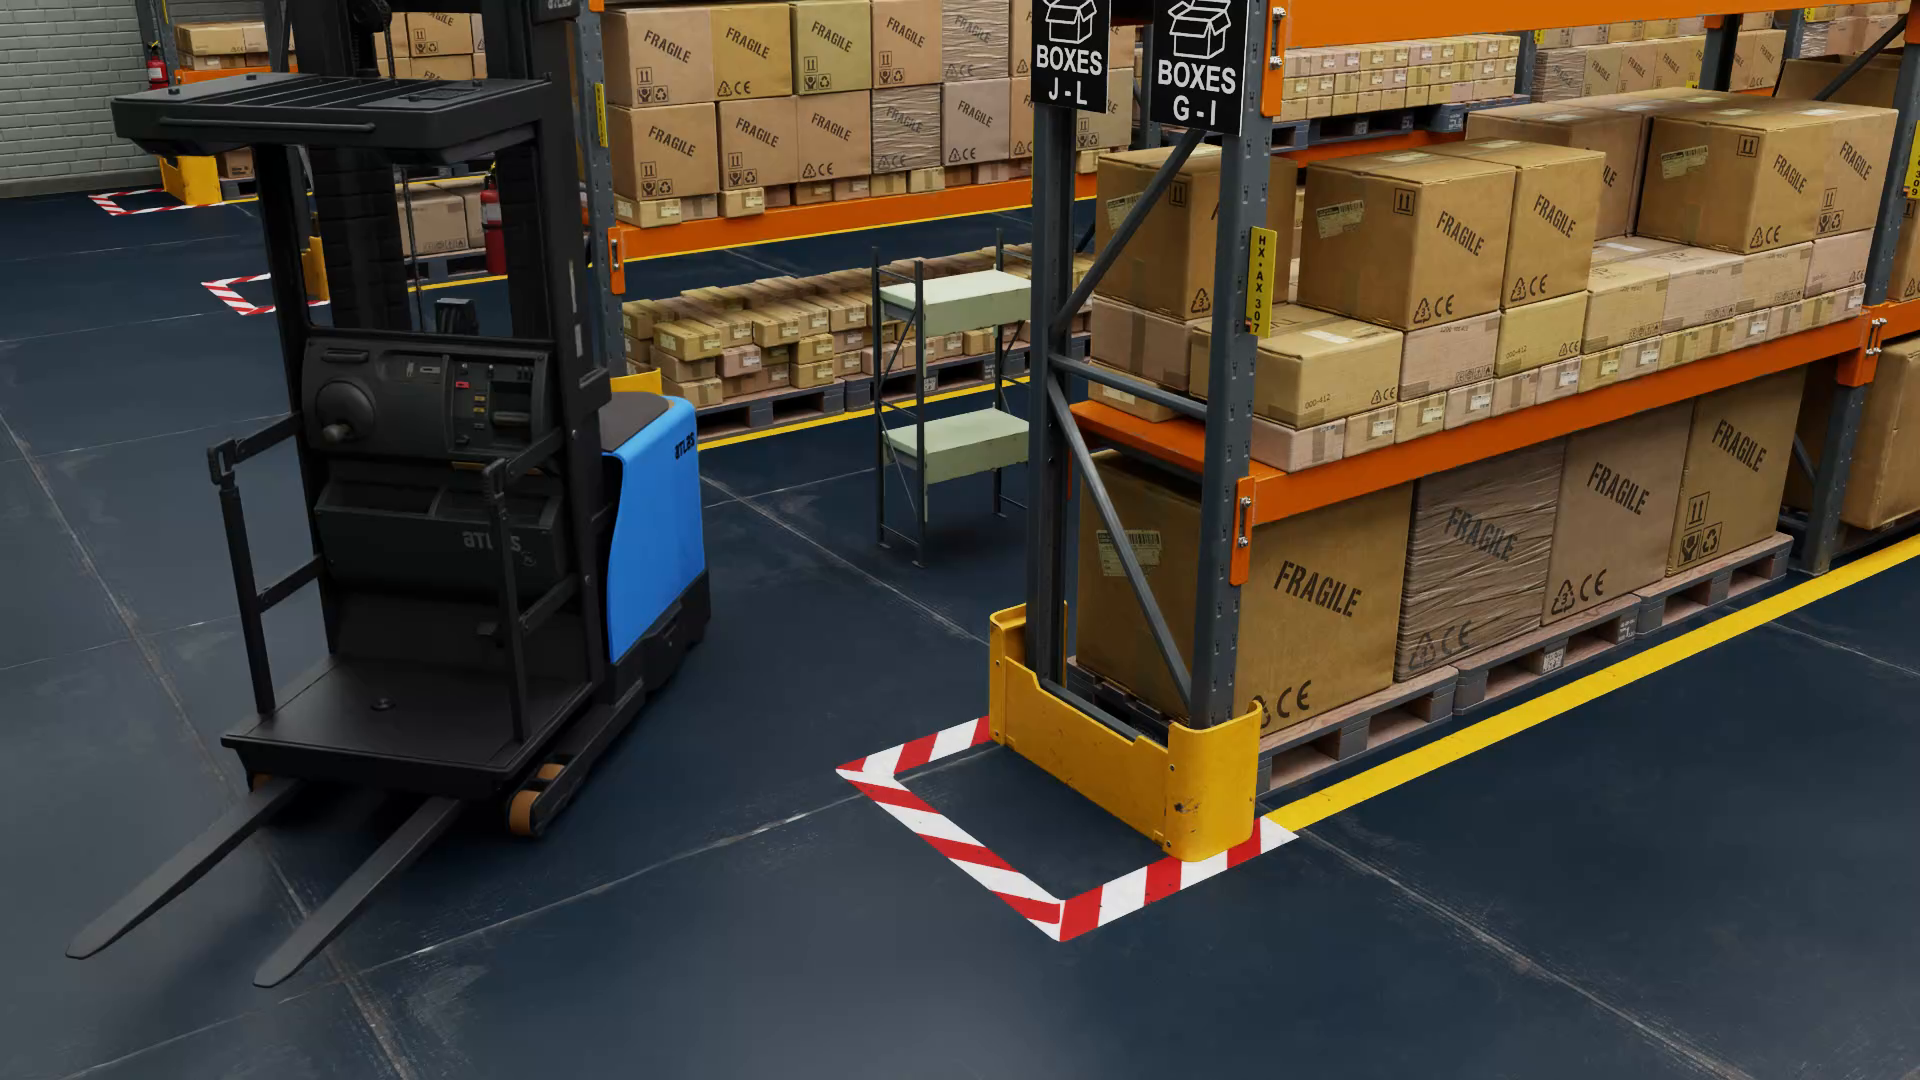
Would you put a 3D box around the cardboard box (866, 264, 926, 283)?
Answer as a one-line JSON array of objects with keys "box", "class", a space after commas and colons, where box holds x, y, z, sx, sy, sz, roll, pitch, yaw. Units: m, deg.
[{"box": [-0.441, -1.731, 11.166, 0.250, 0.149, 0.380, -16, 27, -35], "class": "cardboard box"}]

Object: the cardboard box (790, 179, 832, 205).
[{"box": [-0.975, -2.133, 10.033, 0.250, 0.149, 0.380, -15, 26, -33], "class": "cardboard box"}]

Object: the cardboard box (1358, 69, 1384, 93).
[{"box": [2.877, -3.388, 12.211, 0.250, 0.149, 0.380, -16, 27, -34], "class": "cardboard box"}]

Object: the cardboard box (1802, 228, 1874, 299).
[{"box": [3.630, -1.265, 7.321, 0.500, 0.250, 0.500, -15, 26, -34], "class": "cardboard box"}]

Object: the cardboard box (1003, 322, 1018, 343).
[{"box": [0.180, -1.441, 11.240, 0.250, 0.149, 0.380, -16, 27, -34], "class": "cardboard box"}]

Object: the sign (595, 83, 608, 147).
[{"box": [-1.910, -2.259, 8.841, 0.005, 0.325, 0.100, -15, 26, -33], "class": "sign"}]

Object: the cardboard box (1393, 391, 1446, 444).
[{"box": [1.484, -0.478, 5.886, 0.250, 0.149, 0.380, -16, 27, -34], "class": "cardboard box"}]

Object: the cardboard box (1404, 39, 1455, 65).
[{"box": [3.505, -3.693, 12.573, 0.250, 0.149, 0.380, -14, 26, -31], "class": "cardboard box"}]

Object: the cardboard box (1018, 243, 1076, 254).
[{"box": [0.620, -2.020, 11.890, 0.250, 0.149, 0.380, -14, 26, -31], "class": "cardboard box"}]

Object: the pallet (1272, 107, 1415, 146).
[{"box": [2.684, -3.221, 12.681, 1.213, 0.211, 1.003, -15, 26, -33], "class": "pallet"}]

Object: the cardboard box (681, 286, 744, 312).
[{"box": [-1.571, -1.489, 10.558, 0.250, 0.149, 0.380, -16, 27, -34], "class": "cardboard box"}]

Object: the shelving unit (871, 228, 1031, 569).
[{"box": [0.005, -0.698, 8.122, 0.755, 1.500, 0.431, -15, 26, -33], "class": "shelving unit"}]

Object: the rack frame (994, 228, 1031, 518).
[{"box": [0.303, -0.777, 8.321, 0.023, 1.500, 0.400, -15, 26, -33], "class": "rack frame"}]

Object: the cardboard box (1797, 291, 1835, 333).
[{"box": [3.570, -1.034, 7.280, 0.250, 0.149, 0.380, -14, 26, -32], "class": "cardboard box"}]

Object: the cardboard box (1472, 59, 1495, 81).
[{"box": [3.916, -3.666, 12.906, 0.250, 0.149, 0.380, -14, 26, -31], "class": "cardboard box"}]

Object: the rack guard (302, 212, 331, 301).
[{"box": [-5.219, -2.321, 13.538, 0.348, 0.500, 1.175, -15, 26, -33], "class": "rack guard"}]

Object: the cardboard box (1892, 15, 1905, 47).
[{"box": [9.119, -5.122, 16.984, 0.500, 0.550, 0.875, -15, 26, -33], "class": "cardboard box"}]

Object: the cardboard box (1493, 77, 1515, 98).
[{"box": [4.135, -3.585, 13.104, 0.250, 0.149, 0.380, -14, 26, -32], "class": "cardboard box"}]

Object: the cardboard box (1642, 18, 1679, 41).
[{"box": [5.877, -4.689, 14.615, 0.500, 0.500, 0.700, -15, 26, -33], "class": "cardboard box"}]

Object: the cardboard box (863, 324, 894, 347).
[{"box": [-0.622, -1.367, 10.653, 0.250, 0.149, 0.380, -13, 25, -30], "class": "cardboard box"}]

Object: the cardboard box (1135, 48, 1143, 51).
[{"box": [1.450, -3.444, 11.950, 0.250, 0.149, 0.380, -16, 27, -34], "class": "cardboard box"}]

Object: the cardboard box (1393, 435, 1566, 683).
[{"box": [1.799, -0.073, 6.833, 0.875, 0.875, 0.875, -15, 26, -33], "class": "cardboard box"}]

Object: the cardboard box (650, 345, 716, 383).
[{"box": [-1.651, -1.065, 9.896, 0.250, 0.149, 0.380, -14, 26, -31], "class": "cardboard box"}]

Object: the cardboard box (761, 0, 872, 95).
[{"box": [-0.866, -2.903, 9.739, 0.500, 0.500, 0.500, -16, 27, -34], "class": "cardboard box"}]

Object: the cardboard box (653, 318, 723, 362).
[{"box": [-1.603, -1.178, 9.779, 0.250, 0.149, 0.380, -16, 27, -35], "class": "cardboard box"}]

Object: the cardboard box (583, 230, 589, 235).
[{"box": [-3.251, -3.060, 14.909, 0.875, 0.438, 0.875, -16, 27, -34], "class": "cardboard box"}]

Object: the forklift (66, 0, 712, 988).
[{"box": [-1.922, -0.477, 5.636, 1.130, 2.935, 3.031, 5, 22, 12], "class": "forklift"}]

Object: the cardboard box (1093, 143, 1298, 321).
[{"box": [0.830, -1.107, 5.912, 0.500, 0.500, 0.500, -15, 26, -32], "class": "cardboard box"}]

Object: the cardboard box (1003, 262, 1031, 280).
[{"box": [0.501, -1.754, 11.222, 0.250, 0.149, 0.380, -15, 26, -33], "class": "cardboard box"}]

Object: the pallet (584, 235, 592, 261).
[{"box": [-3.607, -2.651, 14.755, 1.213, 0.211, 1.003, -15, 26, -33], "class": "pallet"}]

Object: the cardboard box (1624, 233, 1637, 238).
[{"box": [2.894, -1.311, 7.435, 0.500, 0.250, 0.500, -15, 26, -33], "class": "cardboard box"}]

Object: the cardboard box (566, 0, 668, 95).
[{"box": [-2.000, -2.843, 9.587, 0.500, 0.500, 0.500, -16, 27, -34], "class": "cardboard box"}]

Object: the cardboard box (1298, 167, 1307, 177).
[{"box": [2.745, -2.844, 13.271, 0.500, 0.250, 0.500, -15, 26, -32], "class": "cardboard box"}]

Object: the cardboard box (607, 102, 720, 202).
[{"box": [-1.701, -2.218, 9.372, 0.500, 0.500, 0.500, -14, 25, -30], "class": "cardboard box"}]

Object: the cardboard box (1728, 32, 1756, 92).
[{"box": [6.837, -4.361, 15.142, 0.500, 0.500, 0.500, -15, 26, -33], "class": "cardboard box"}]

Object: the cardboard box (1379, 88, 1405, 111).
[{"box": [3.091, -3.309, 12.413, 0.250, 0.149, 0.380, -14, 26, -31], "class": "cardboard box"}]

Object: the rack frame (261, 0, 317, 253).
[{"box": [-5.200, -3.487, 13.088, 0.127, 3.000, 1.000, -15, 26, -33], "class": "rack frame"}]

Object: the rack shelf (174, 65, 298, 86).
[{"box": [-6.478, -5.078, 18.046, 4.000, 0.370, 1.077, -15, 26, -33], "class": "rack shelf"}]

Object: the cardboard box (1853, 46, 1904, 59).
[{"box": [4.913, -2.170, 8.298, 0.637, 0.503, 0.797, -15, 26, -32], "class": "cardboard box"}]

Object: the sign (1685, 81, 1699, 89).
[{"box": [3.510, -2.034, 7.990, 0.005, 0.325, 0.100, -15, 26, -33], "class": "sign"}]

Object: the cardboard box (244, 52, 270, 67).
[{"box": [-7.302, -4.988, 17.187, 0.250, 0.149, 0.380, -15, 26, -34], "class": "cardboard box"}]

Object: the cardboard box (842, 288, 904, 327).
[{"box": [-0.546, -1.469, 10.508, 0.250, 0.149, 0.380, -14, 26, -32], "class": "cardboard box"}]

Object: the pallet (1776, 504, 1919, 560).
[{"box": [4.417, -0.266, 8.778, 1.213, 0.211, 1.003, -15, 26, -33], "class": "pallet"}]

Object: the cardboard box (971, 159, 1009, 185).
[{"box": [0.101, -2.392, 10.682, 0.250, 0.149, 0.380, -16, 27, -35], "class": "cardboard box"}]

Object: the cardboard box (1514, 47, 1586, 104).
[{"box": [4.789, -3.814, 13.771, 0.500, 0.500, 0.500, -15, 26, -32], "class": "cardboard box"}]

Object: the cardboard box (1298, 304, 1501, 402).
[{"box": [1.553, -0.711, 5.933, 0.500, 0.250, 0.500, -15, 26, -33], "class": "cardboard box"}]

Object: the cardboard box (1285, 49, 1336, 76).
[{"box": [2.453, -3.413, 11.871, 0.250, 0.149, 0.380, -15, 26, -33], "class": "cardboard box"}]

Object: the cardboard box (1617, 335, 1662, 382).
[{"box": [2.529, -0.757, 6.585, 0.250, 0.149, 0.380, -14, 26, -32], "class": "cardboard box"}]

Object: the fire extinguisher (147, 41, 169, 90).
[{"box": [-7.951, -4.599, 16.483, 0.183, 0.674, 0.296, -15, 26, -33], "class": "fire extinguisher"}]

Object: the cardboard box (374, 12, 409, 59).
[{"box": [-4.644, -4.016, 12.929, 0.500, 0.500, 0.500, -16, 27, -34], "class": "cardboard box"}]

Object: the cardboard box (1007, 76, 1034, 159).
[{"box": [0.370, -2.768, 10.750, 0.500, 0.500, 0.500, -16, 27, -34], "class": "cardboard box"}]

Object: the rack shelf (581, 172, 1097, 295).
[{"box": [-0.603, -2.118, 10.629, 4.000, 0.370, 1.077, -15, 26, -33], "class": "rack shelf"}]

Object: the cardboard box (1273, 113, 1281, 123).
[{"box": [2.035, -3.025, 11.703, 0.250, 0.149, 0.380, -15, 26, -32], "class": "cardboard box"}]

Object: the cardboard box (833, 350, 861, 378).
[{"box": [-0.829, -1.151, 10.514, 0.250, 0.149, 0.380, -15, 26, -33], "class": "cardboard box"}]
